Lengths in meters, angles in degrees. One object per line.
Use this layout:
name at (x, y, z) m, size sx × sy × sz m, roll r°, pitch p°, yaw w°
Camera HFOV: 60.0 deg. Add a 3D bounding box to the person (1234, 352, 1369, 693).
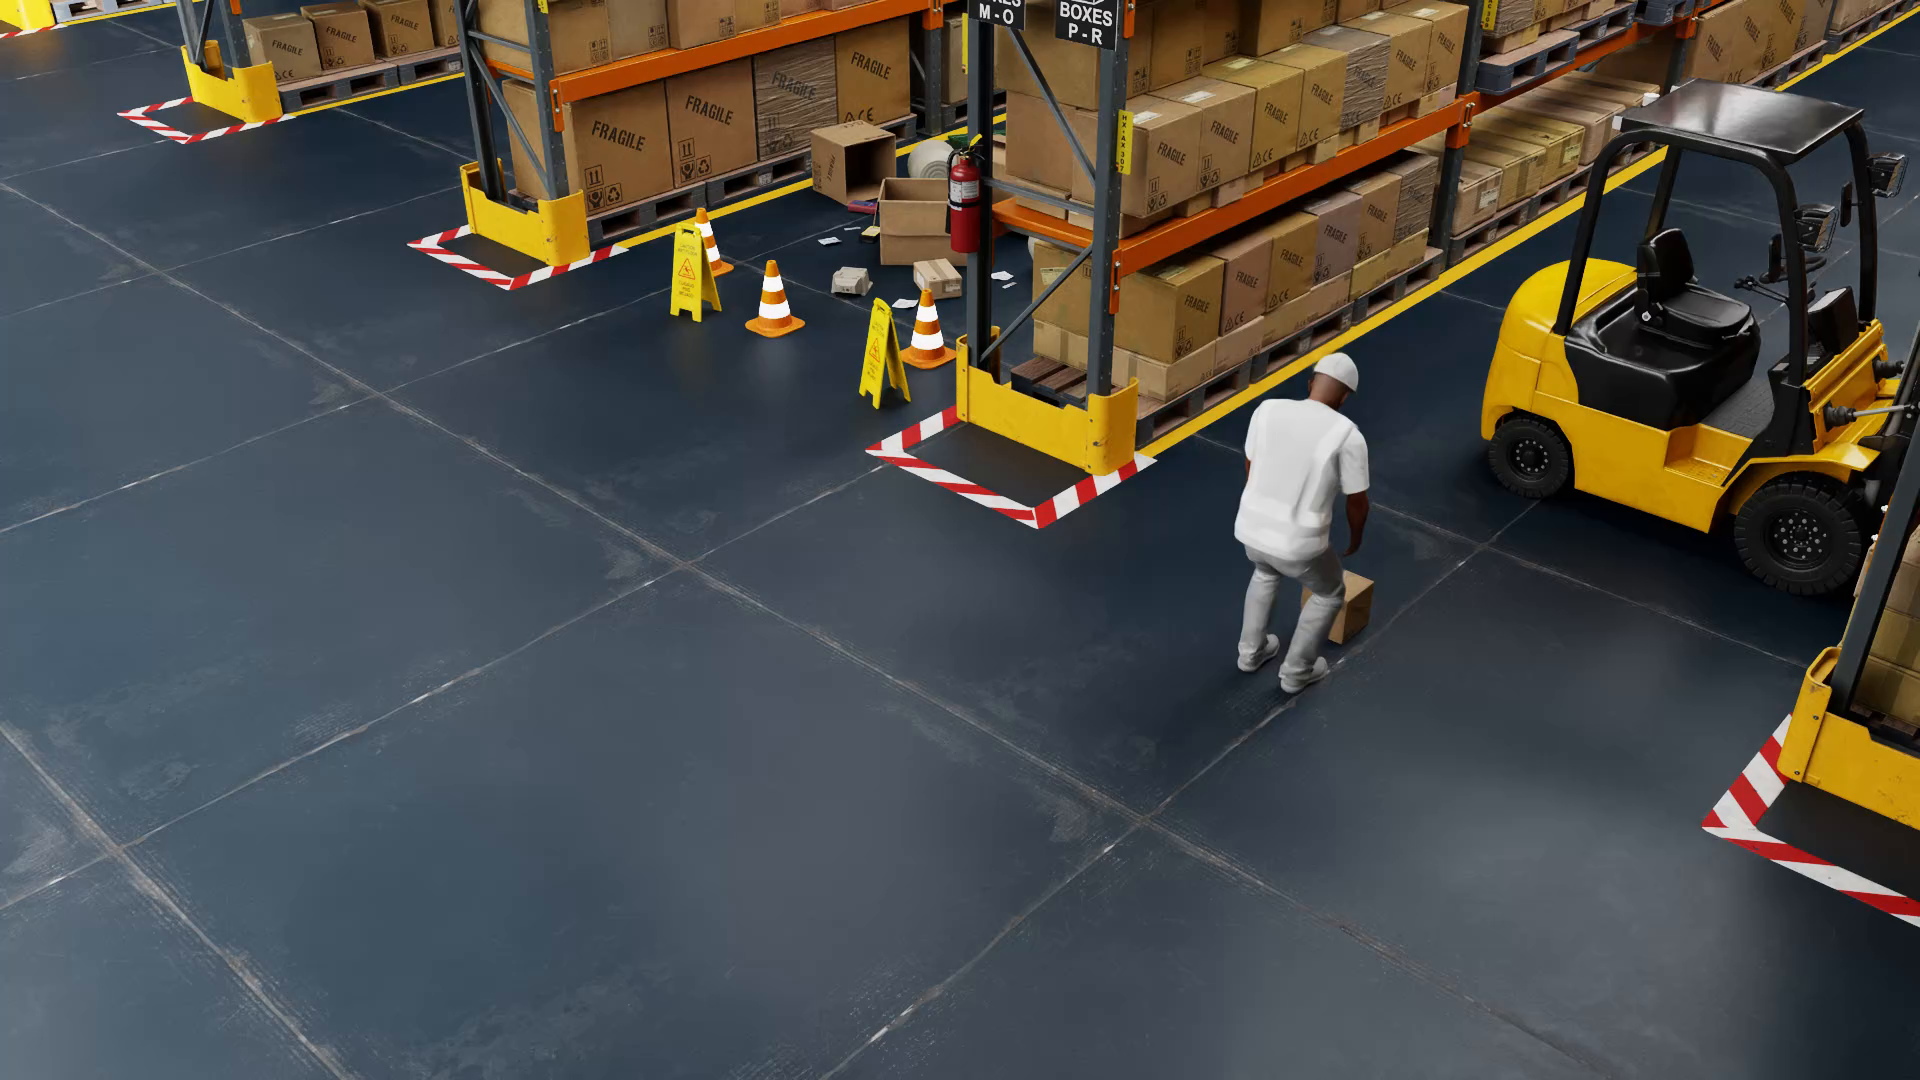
person at (1.529, -0.078, 7.583) m, size 0.622 × 1.541 × 0.666 m, roll 26°, pitch 39°, yaw 35°
